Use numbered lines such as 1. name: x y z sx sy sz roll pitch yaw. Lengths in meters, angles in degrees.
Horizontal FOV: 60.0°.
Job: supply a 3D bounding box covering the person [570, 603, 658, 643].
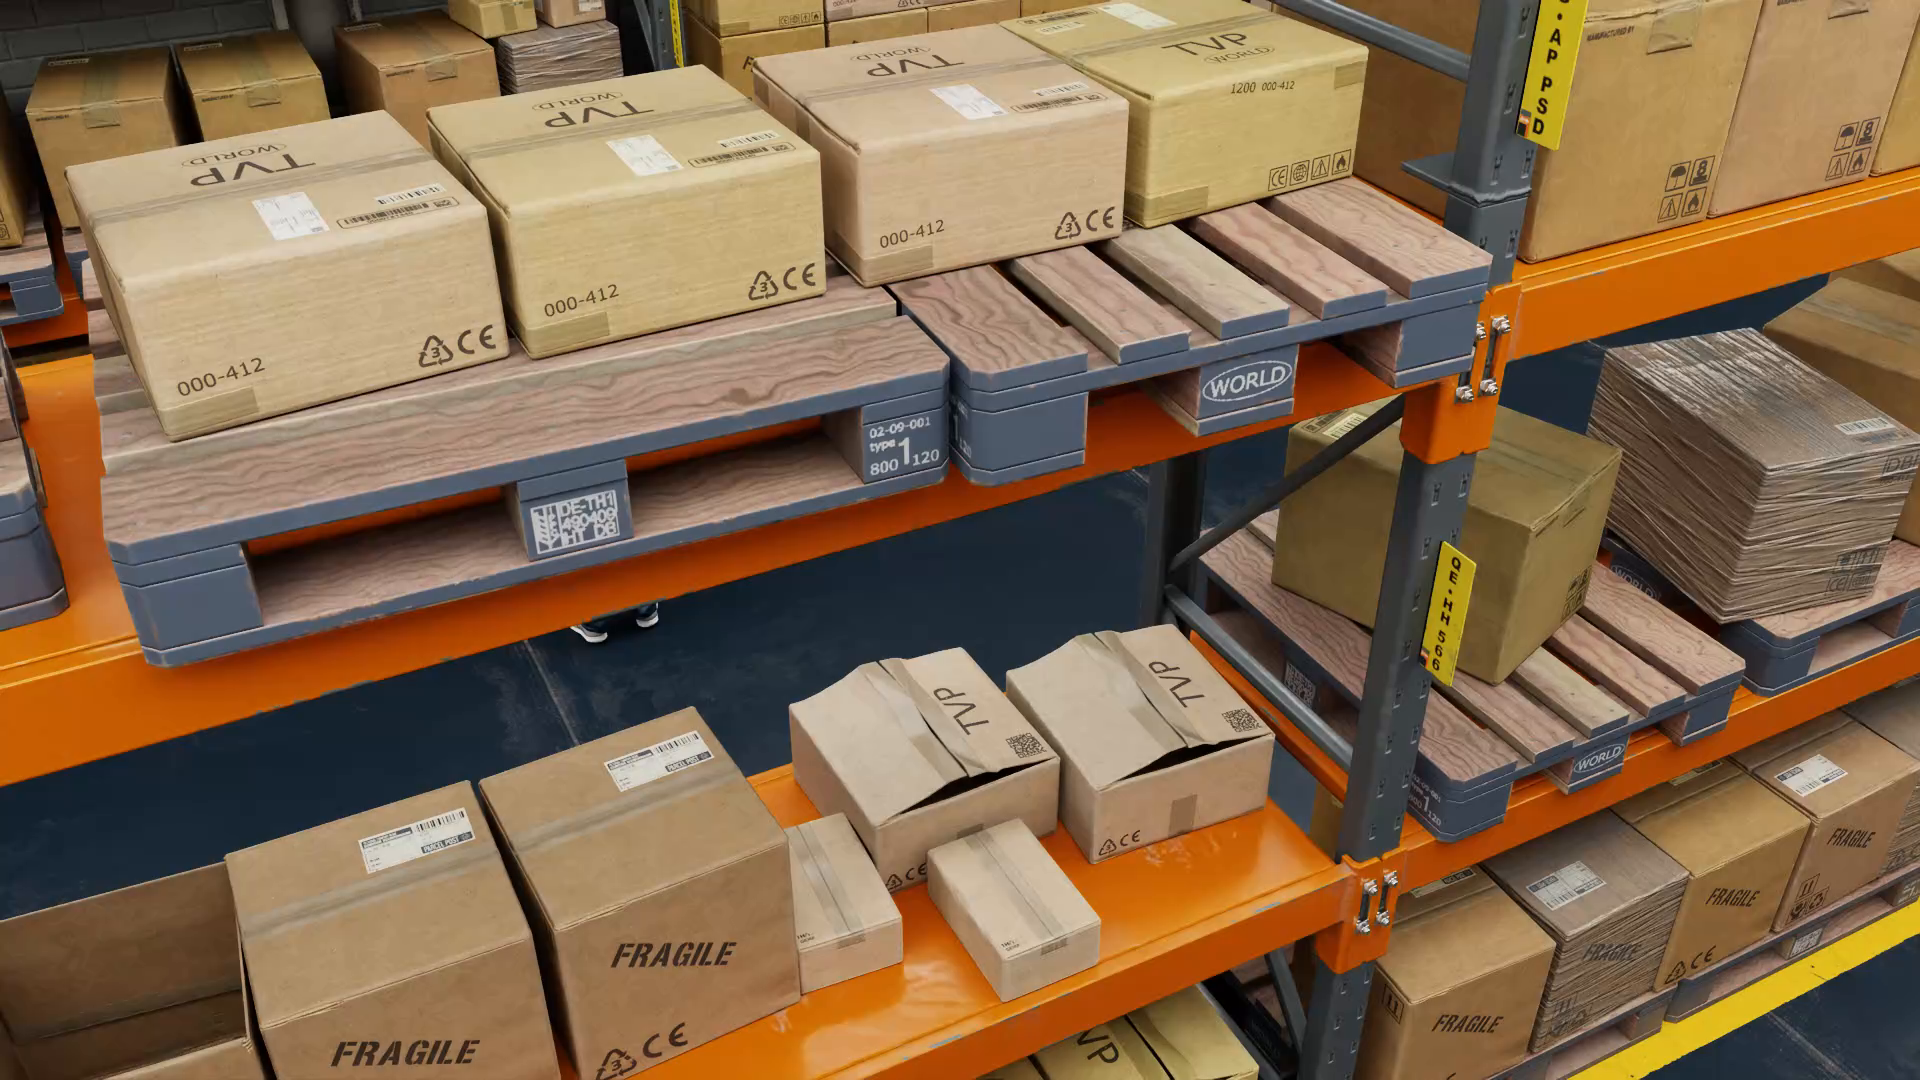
1. person: -1.475 -0.298 6.600 0.462 1.594 0.343 -16 37 -23
